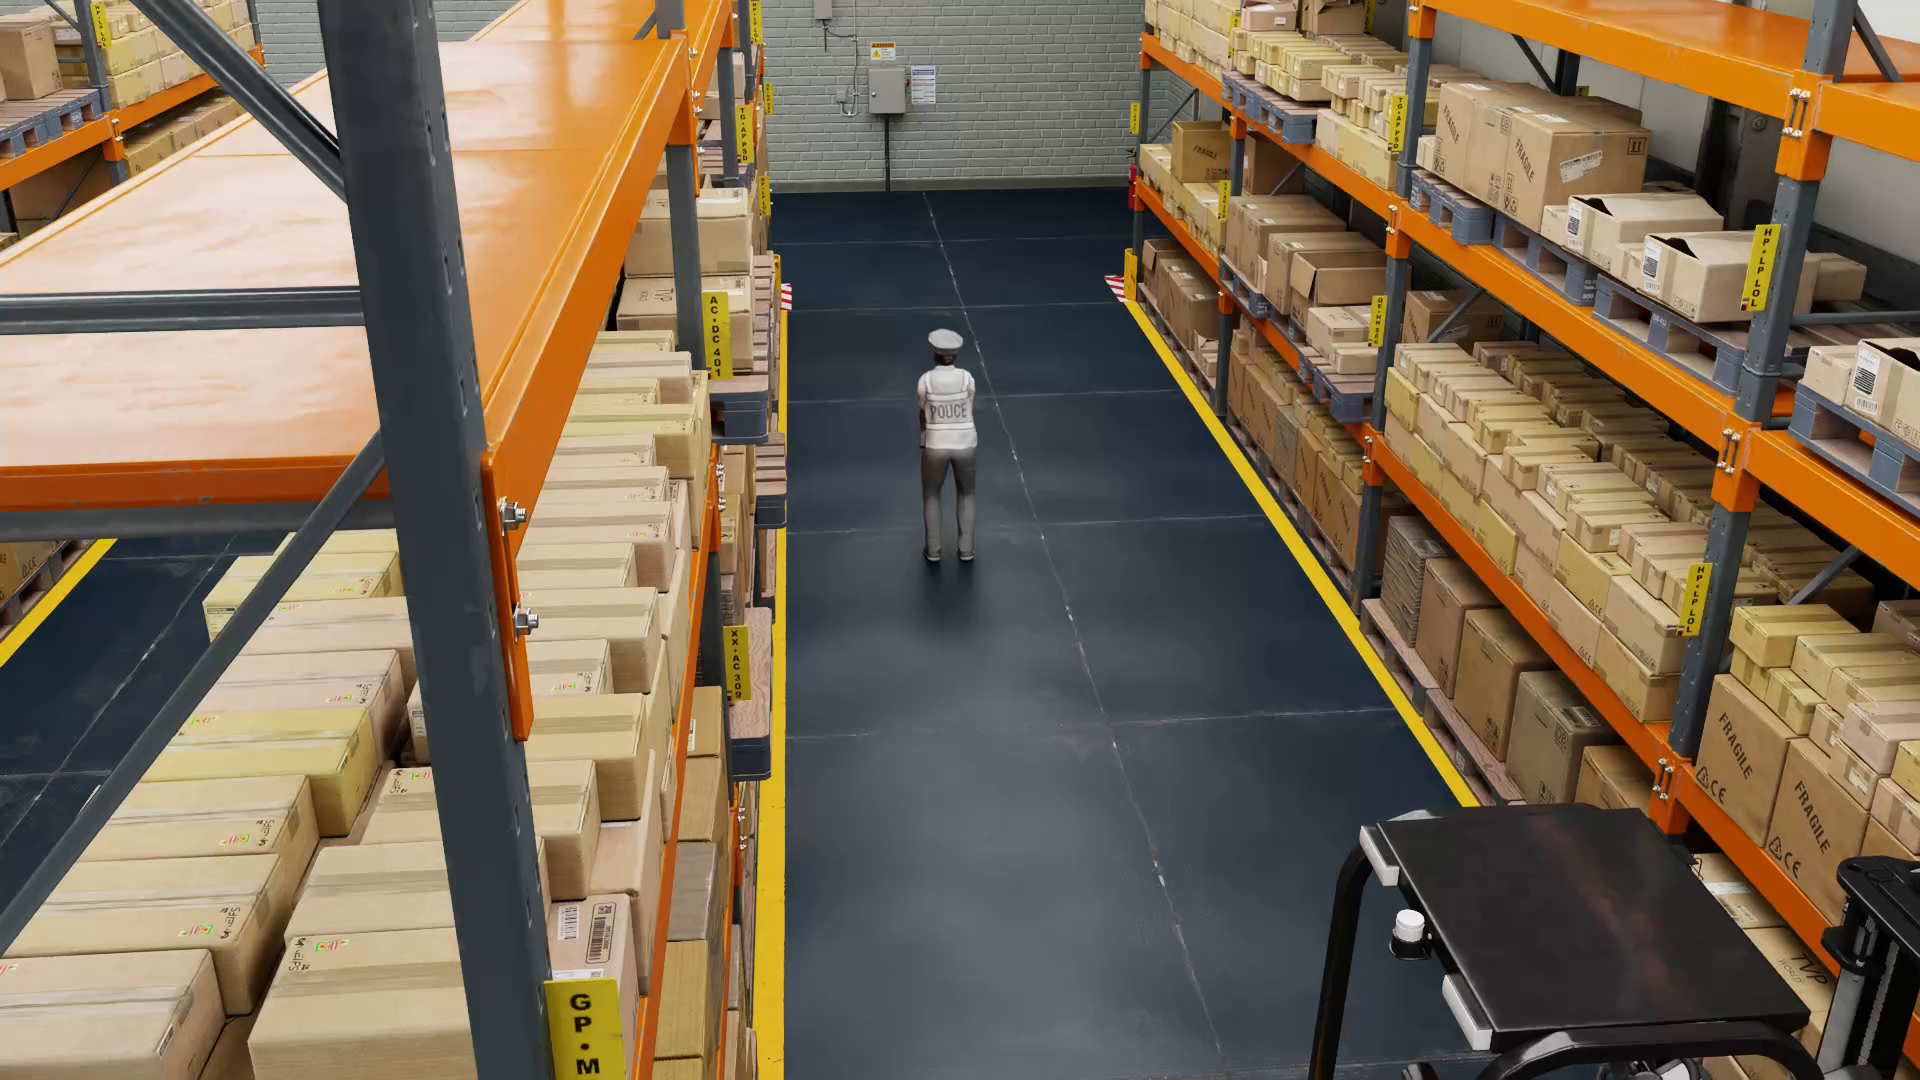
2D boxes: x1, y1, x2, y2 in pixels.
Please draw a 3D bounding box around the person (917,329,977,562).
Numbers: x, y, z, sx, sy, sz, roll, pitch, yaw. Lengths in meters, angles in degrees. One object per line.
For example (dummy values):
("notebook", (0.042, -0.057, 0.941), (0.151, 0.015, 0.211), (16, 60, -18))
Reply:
("person", (-0.096, -0.670, 11.835), (0.416, 1.660, 0.544), (-3, 24, -6))
